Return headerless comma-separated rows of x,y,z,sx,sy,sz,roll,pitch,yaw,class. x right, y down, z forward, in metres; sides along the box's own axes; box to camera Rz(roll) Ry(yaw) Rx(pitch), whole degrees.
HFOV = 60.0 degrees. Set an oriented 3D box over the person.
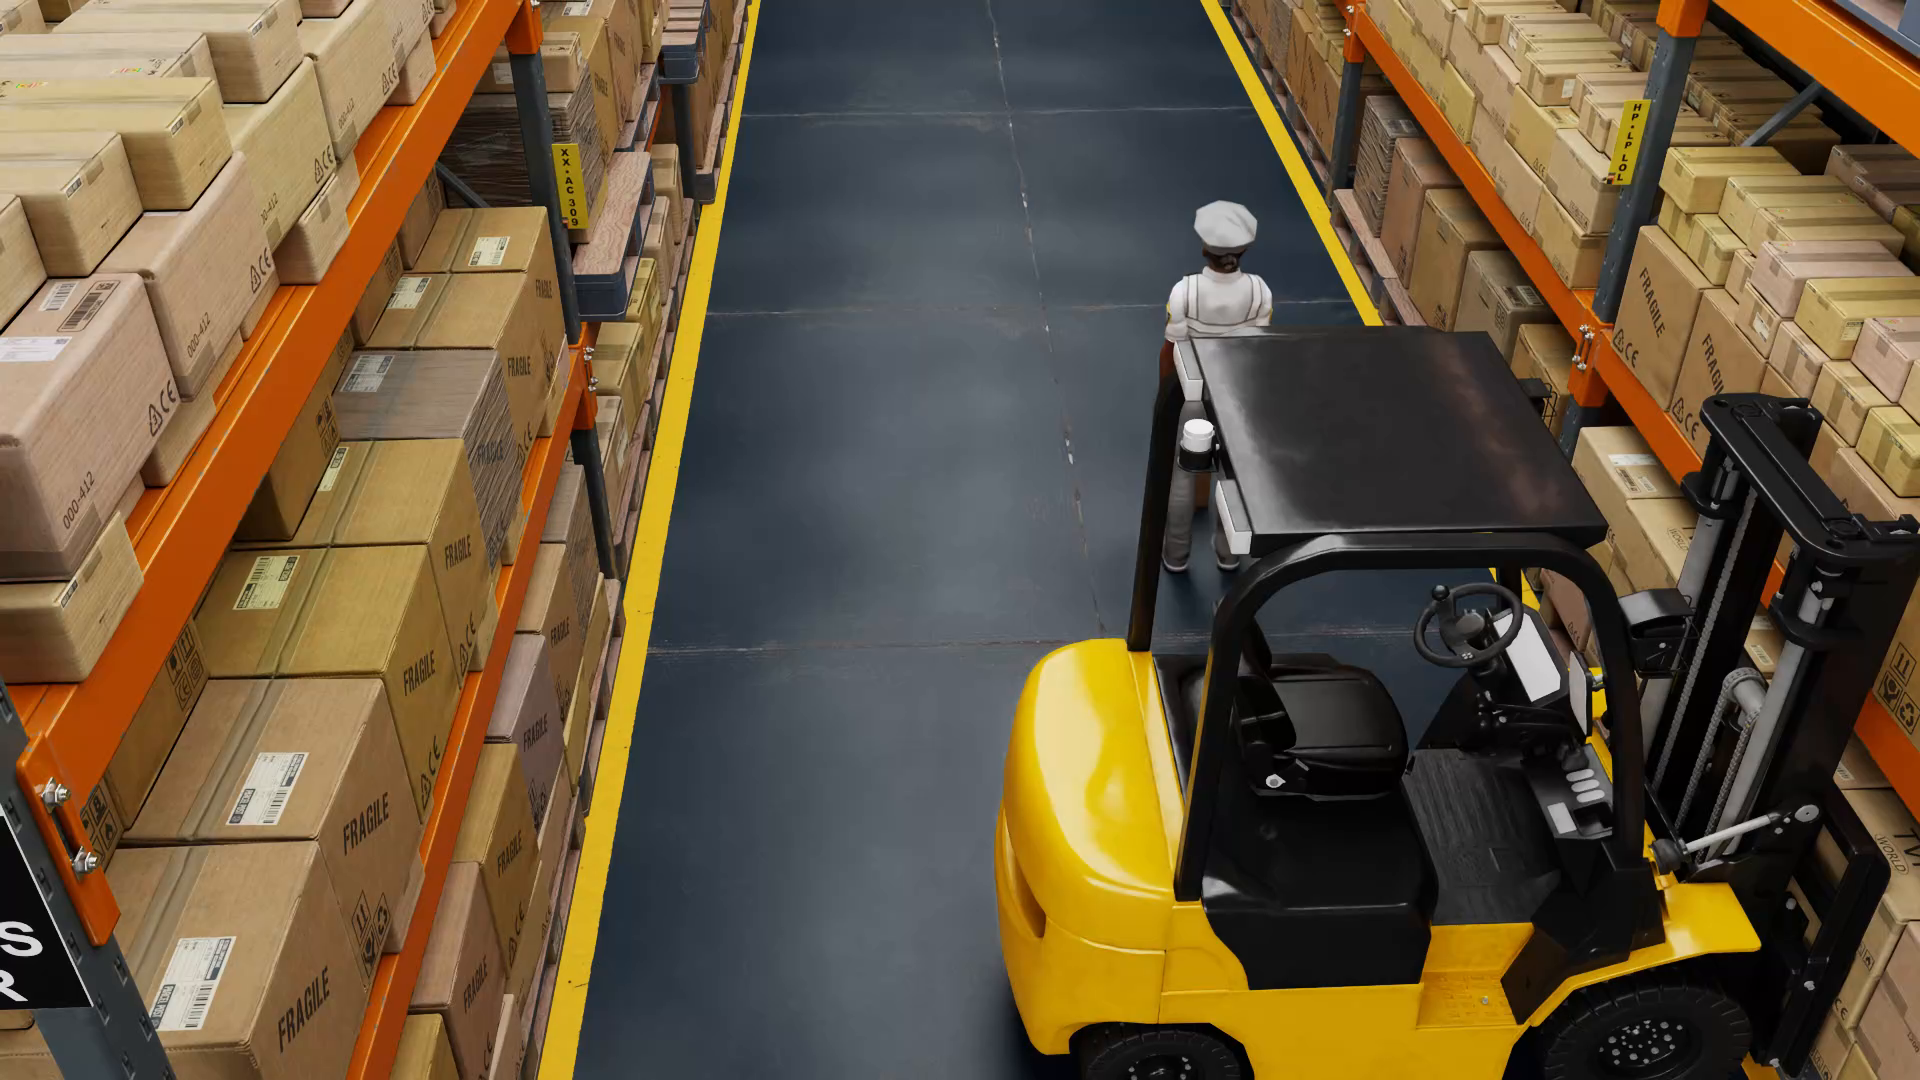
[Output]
1.043,-0.619,7.000,0.437,1.684,0.340,-1,35,-1,person
